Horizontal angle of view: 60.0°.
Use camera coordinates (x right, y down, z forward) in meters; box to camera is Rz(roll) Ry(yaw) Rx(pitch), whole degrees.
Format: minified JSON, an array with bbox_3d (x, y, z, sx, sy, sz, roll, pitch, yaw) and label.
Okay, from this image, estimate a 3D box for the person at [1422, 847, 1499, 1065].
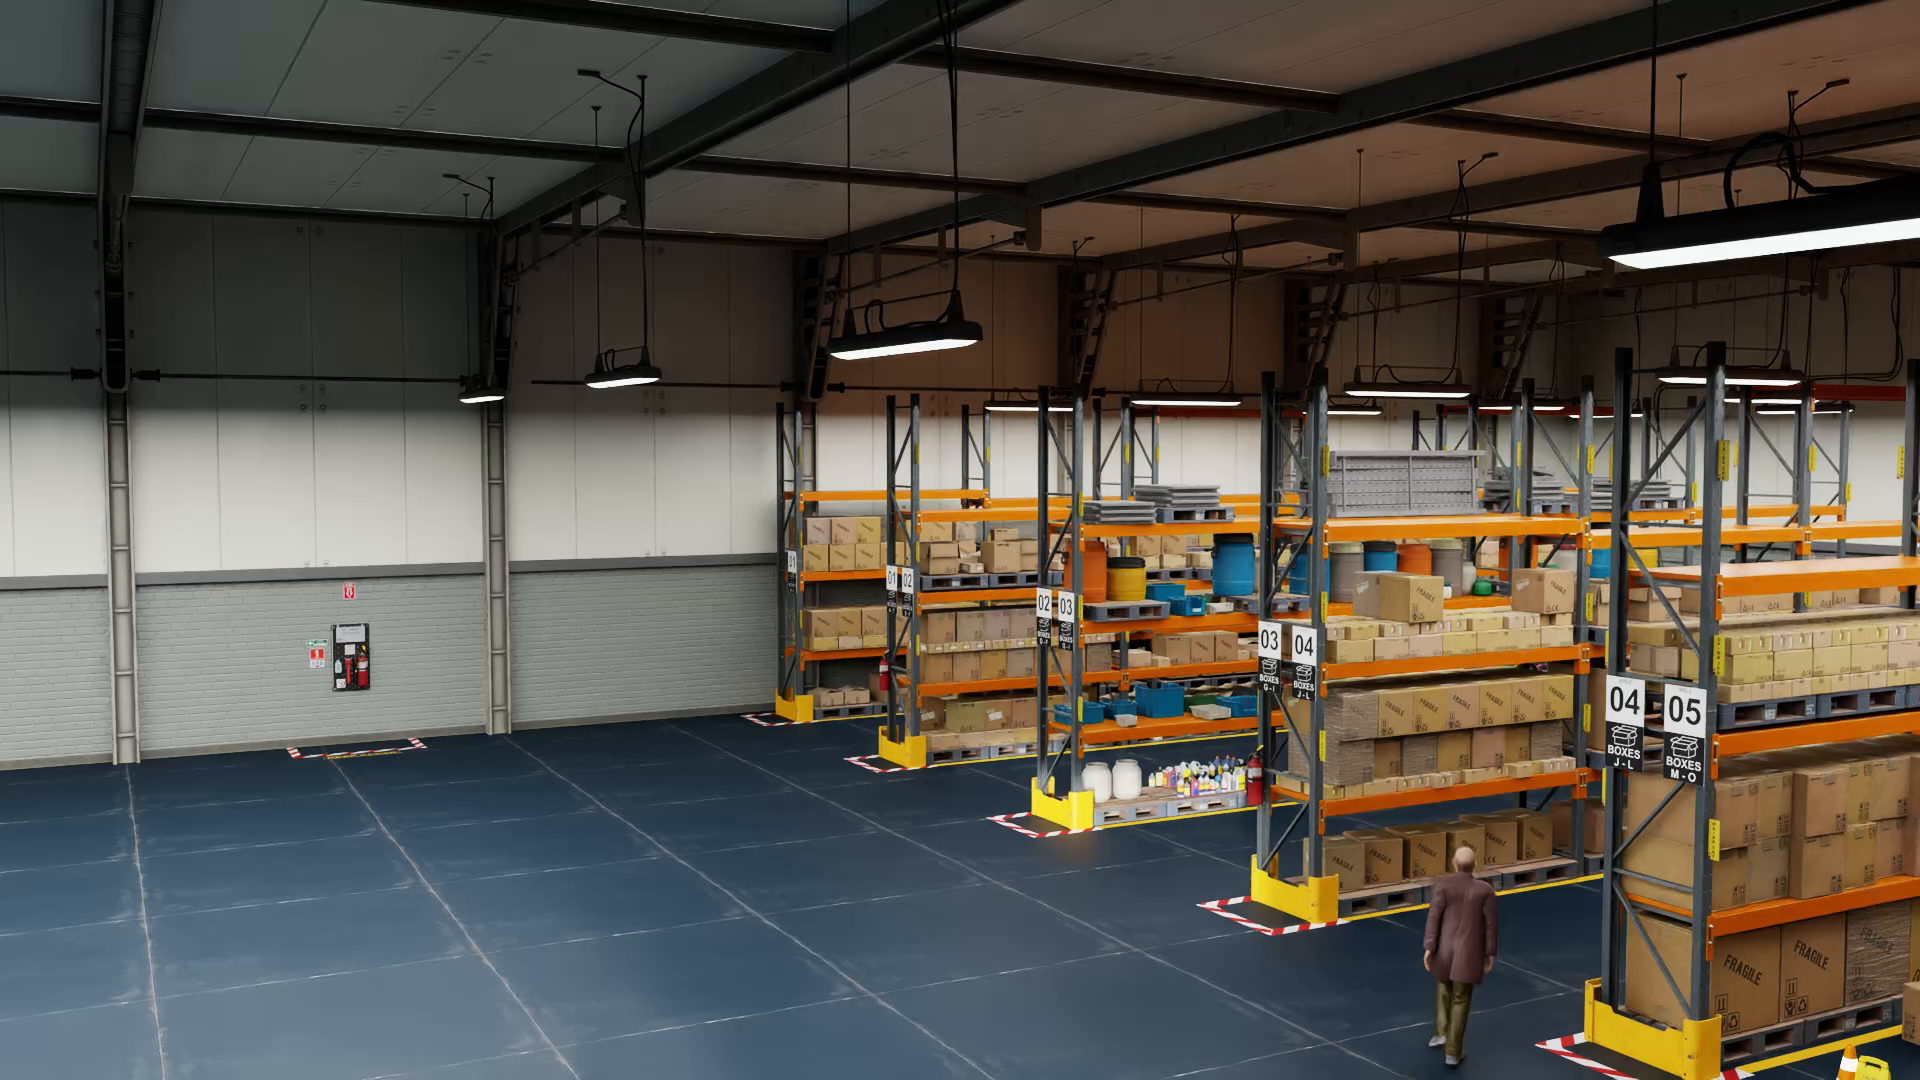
[{"bbox_3d":[4.201,3.587,13.974,0.584,1.599,0.588,2,4,26],"label":"person"}]
